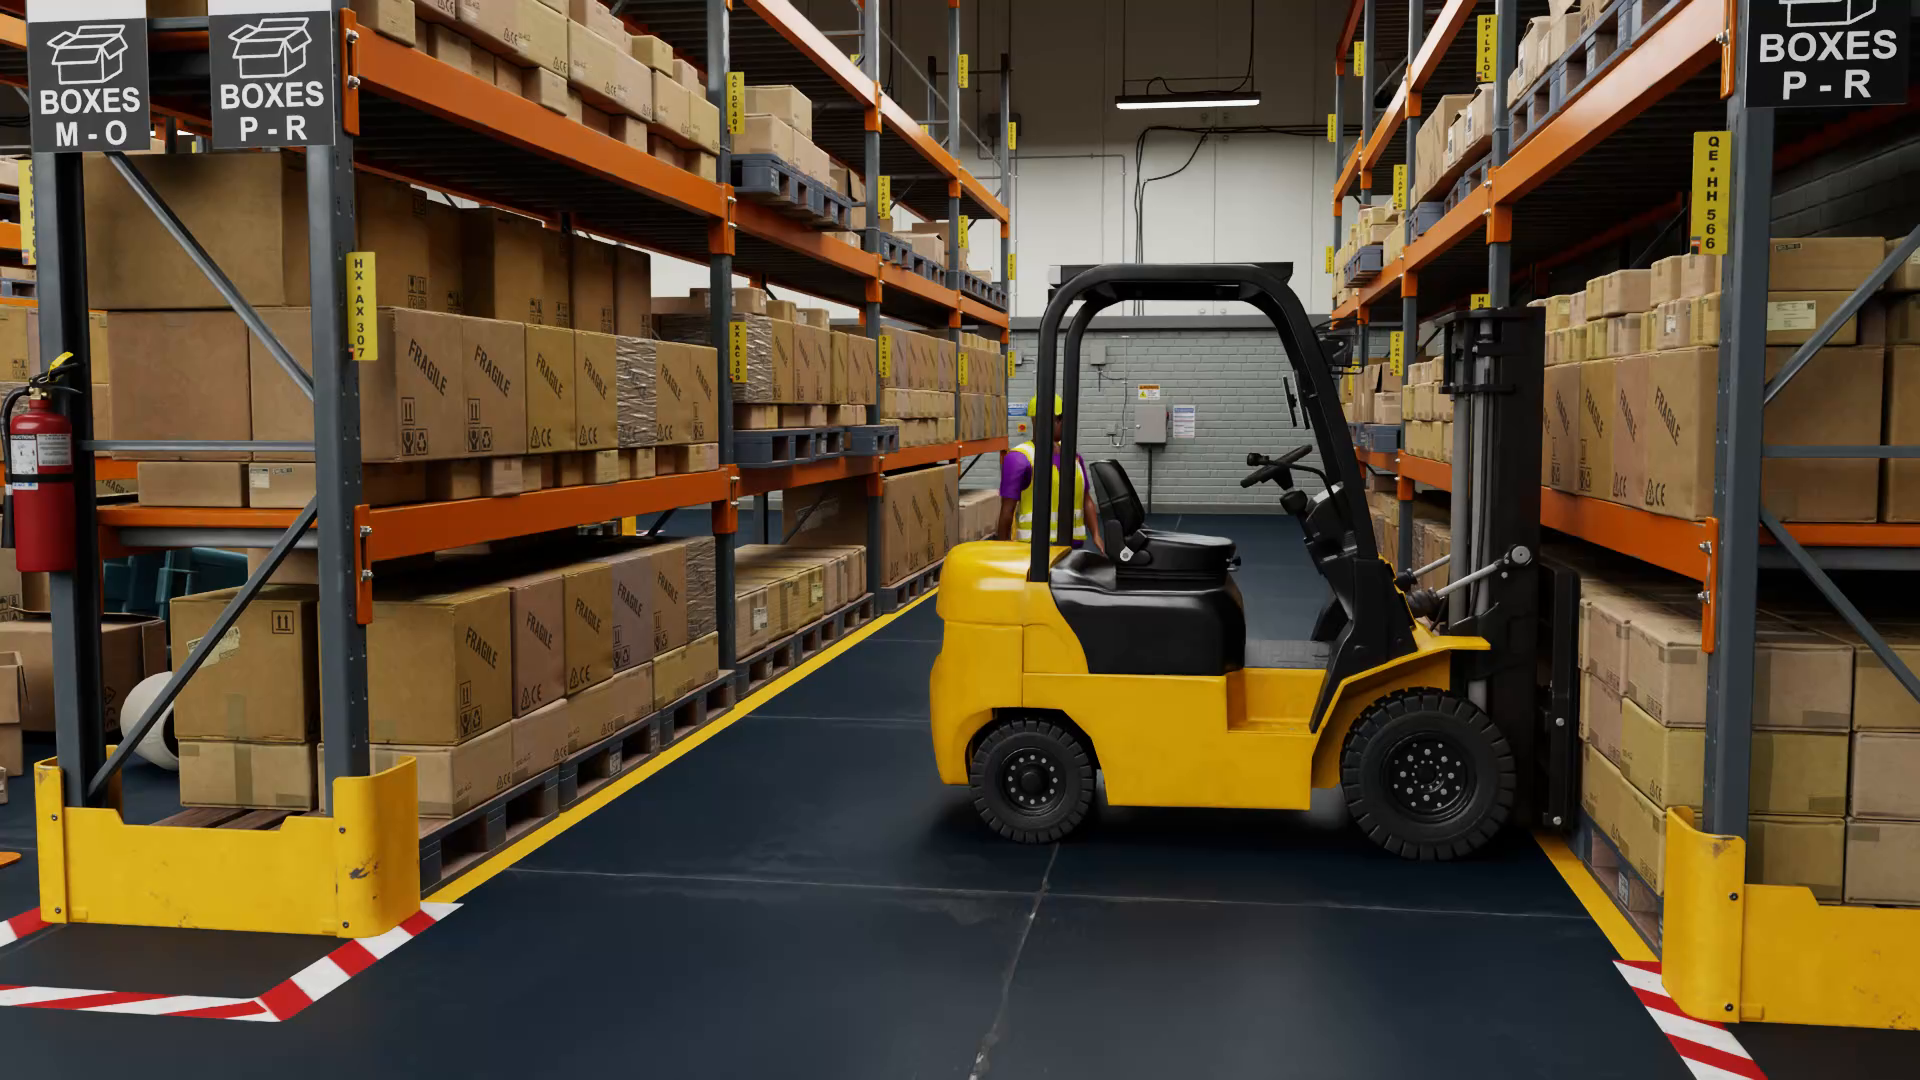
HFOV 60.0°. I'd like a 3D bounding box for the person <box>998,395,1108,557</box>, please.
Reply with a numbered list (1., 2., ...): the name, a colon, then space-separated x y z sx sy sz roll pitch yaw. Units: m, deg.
1. person: 0.597 0.007 9.609 0.597 1.703 1.074 -4 6 -39
